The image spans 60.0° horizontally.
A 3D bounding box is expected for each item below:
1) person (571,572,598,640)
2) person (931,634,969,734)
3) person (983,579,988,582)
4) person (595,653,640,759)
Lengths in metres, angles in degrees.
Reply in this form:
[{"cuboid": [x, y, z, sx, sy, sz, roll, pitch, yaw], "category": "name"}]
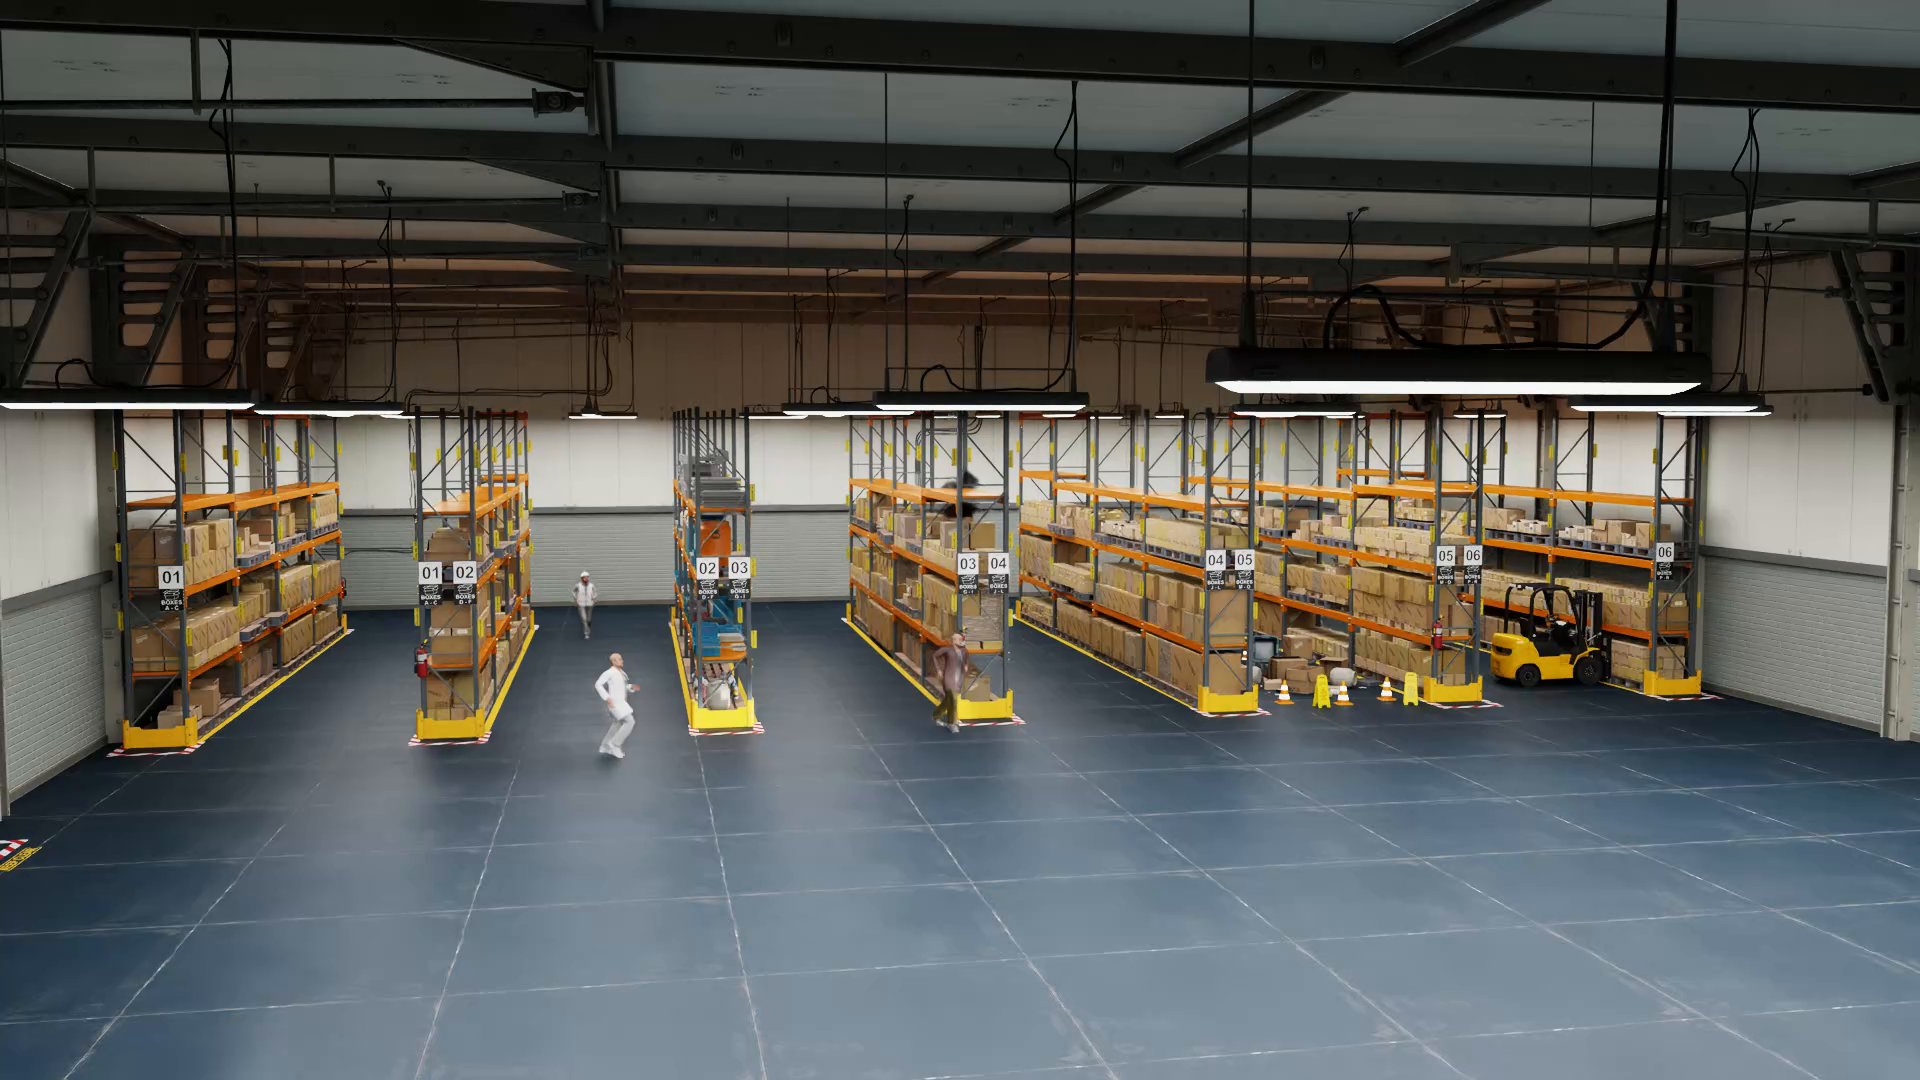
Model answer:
[{"cuboid": [-9.925, 1.724, 43.980, 0.673, 1.770, 0.898, -2, 4, -23], "category": "person"}, {"cuboid": [-0.138, 2.651, 31.027, 0.888, 1.809, 0.709, 4, 6, 44], "category": "person"}, {"cuboid": [0.444, 1.529, 47.954, 0.701, 1.568, 0.512, 2, 4, 21], "category": "person"}, {"cuboid": [-5.816, 2.825, 28.351, 0.756, 1.785, 0.676, 0, 4, 5], "category": "person"}]
